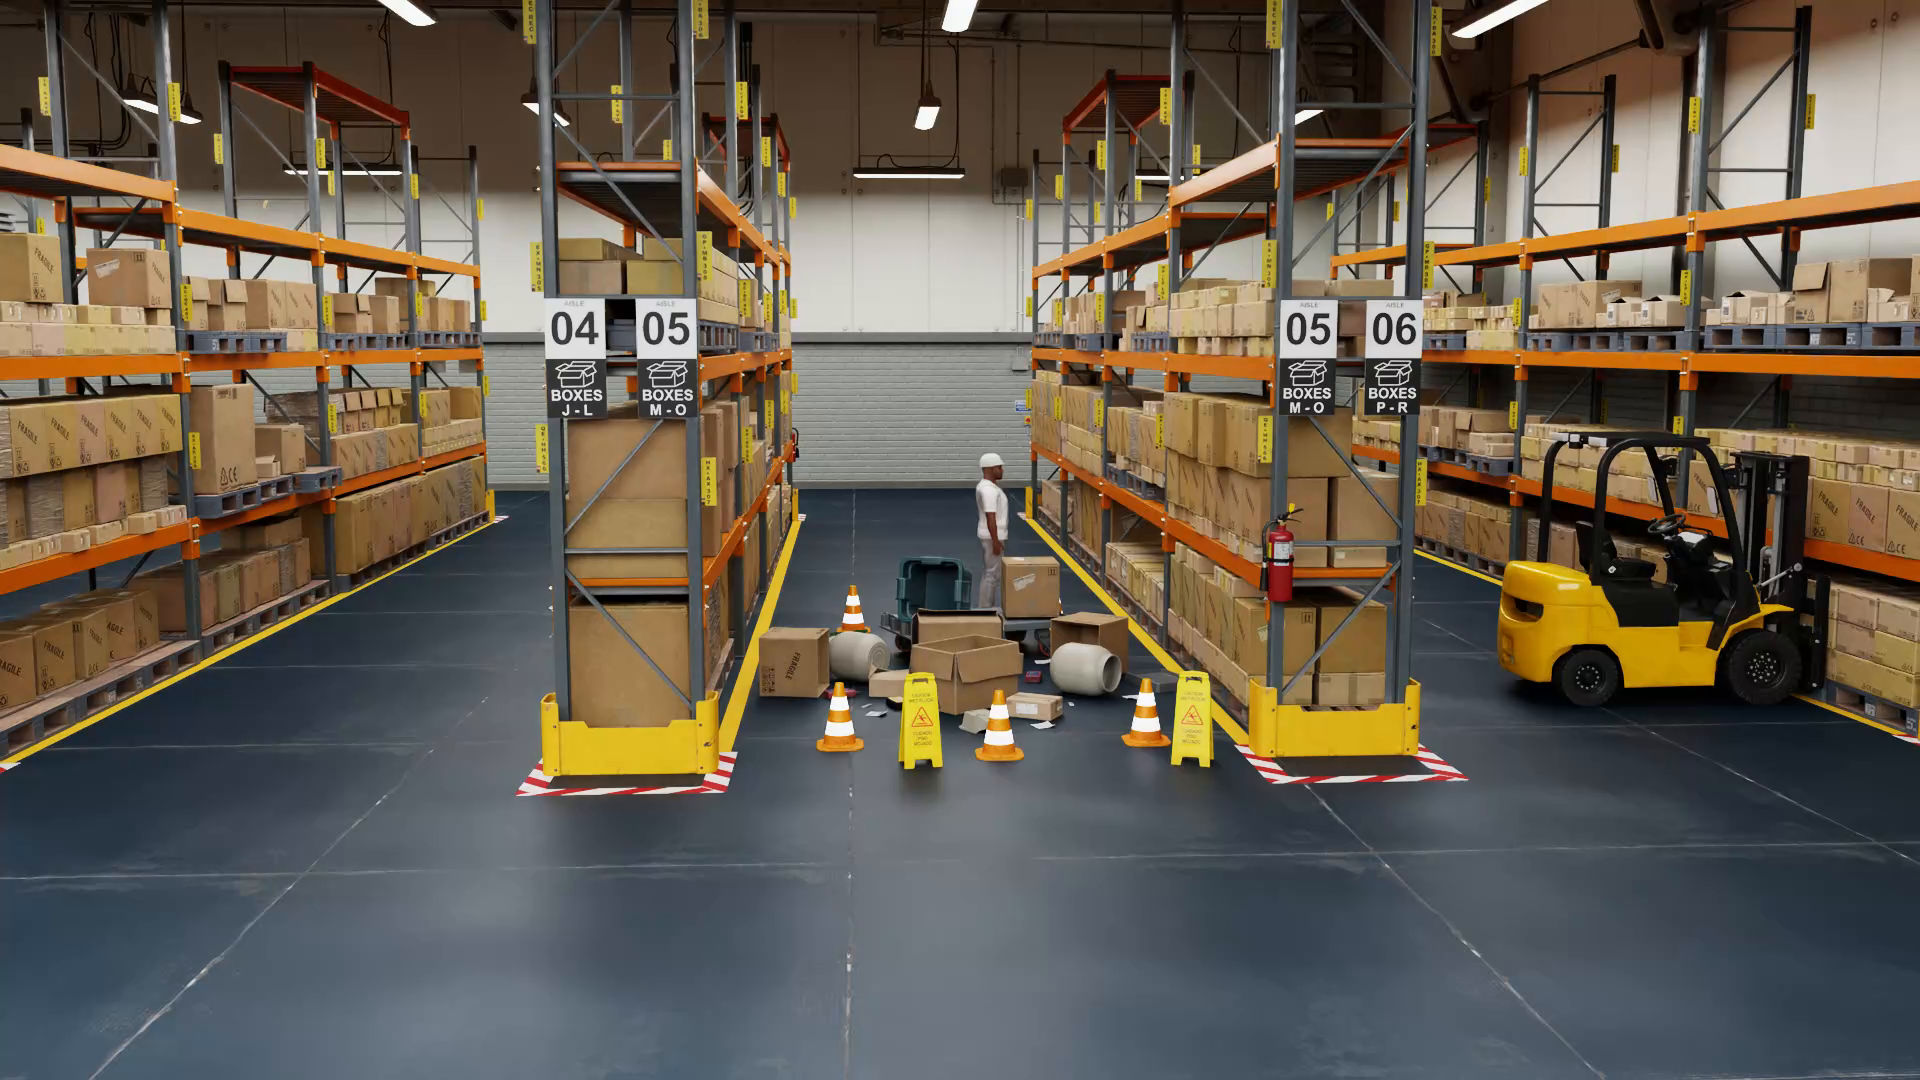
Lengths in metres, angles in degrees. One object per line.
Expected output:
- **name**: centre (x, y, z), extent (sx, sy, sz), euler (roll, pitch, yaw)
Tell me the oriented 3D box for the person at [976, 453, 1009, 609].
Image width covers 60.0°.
- **person**: centre (0.340, -0.009, 17.287), extent (0.354, 1.779, 0.565), euler (0, 7, -3)
